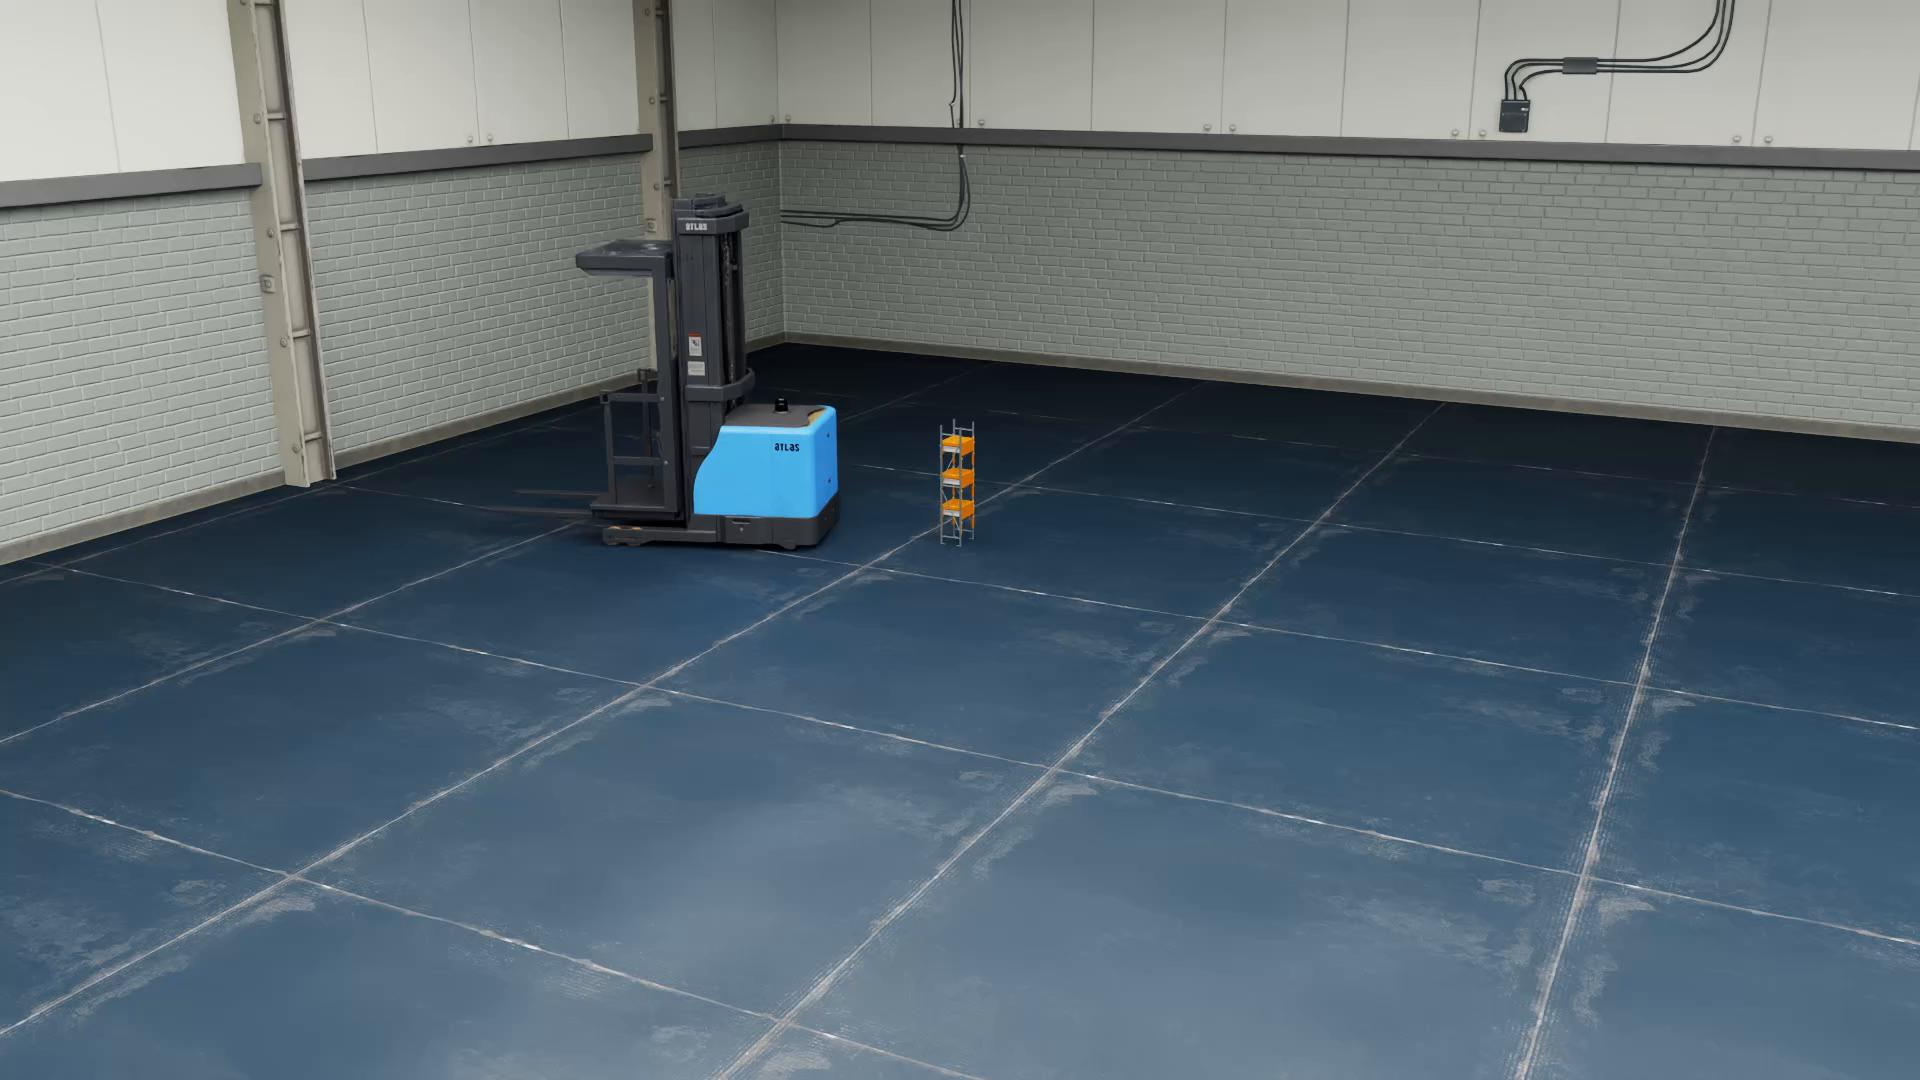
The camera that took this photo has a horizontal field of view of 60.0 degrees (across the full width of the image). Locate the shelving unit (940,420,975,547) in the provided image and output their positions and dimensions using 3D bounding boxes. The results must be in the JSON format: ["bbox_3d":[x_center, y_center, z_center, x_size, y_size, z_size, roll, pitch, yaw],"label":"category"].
[{"bbox_3d":[-0.024,-0.490,14.329,0.215,1.050,0.252,8,18,25],"label":"shelving unit"}]

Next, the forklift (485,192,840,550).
[{"bbox_3d":[-2.645,-1.494,14.407,3.031,2.935,1.130,2,17,8],"label":"forklift"}]

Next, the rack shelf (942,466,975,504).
[{"bbox_3d":[-0.024,-0.479,14.332,0.215,0.259,0.240,8,18,25],"label":"rack shelf"}]

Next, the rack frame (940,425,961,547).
[{"bbox_3d":[-0.078,-0.459,14.224,0.200,1.050,0.008,8,18,25],"label":"rack frame"}]

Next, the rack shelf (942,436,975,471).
[{"bbox_3d":[-0.024,-0.752,14.251,0.215,0.259,0.240,8,18,25],"label":"rack shelf"}]

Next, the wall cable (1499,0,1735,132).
[{"bbox_3d":[7.224,-7.427,17.751,2.305,6.003,0.169,8,18,25],"label":"wall cable"}]

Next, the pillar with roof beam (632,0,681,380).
[{"bbox_3d":[0.090,-5.878,18.511,9.100,9.000,0.400,8,18,25],"label":"pillar with roof beam"}]

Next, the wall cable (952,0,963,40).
[{"bbox_3d":[1.158,-7.597,20.879,3.097,2.526,0.112,8,18,25],"label":"wall cable"}]

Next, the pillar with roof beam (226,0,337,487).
[{"bbox_3d":[-2.591,-4.350,13.366,9.100,9.000,0.400,8,18,25],"label":"pillar with roof beam"}]

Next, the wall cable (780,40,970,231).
[{"bbox_3d":[-1.262,-5.520,22.757,3.097,2.526,0.112,8,18,25],"label":"wall cable"}]

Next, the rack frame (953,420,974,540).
[{"bbox_3d":[0.031,-0.521,14.434,0.200,1.050,0.008,8,18,25],"label":"rack frame"}]

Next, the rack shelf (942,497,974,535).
[{"bbox_3d":[-0.024,-0.213,14.411,0.215,0.259,0.240,8,18,25],"label":"rack shelf"}]
